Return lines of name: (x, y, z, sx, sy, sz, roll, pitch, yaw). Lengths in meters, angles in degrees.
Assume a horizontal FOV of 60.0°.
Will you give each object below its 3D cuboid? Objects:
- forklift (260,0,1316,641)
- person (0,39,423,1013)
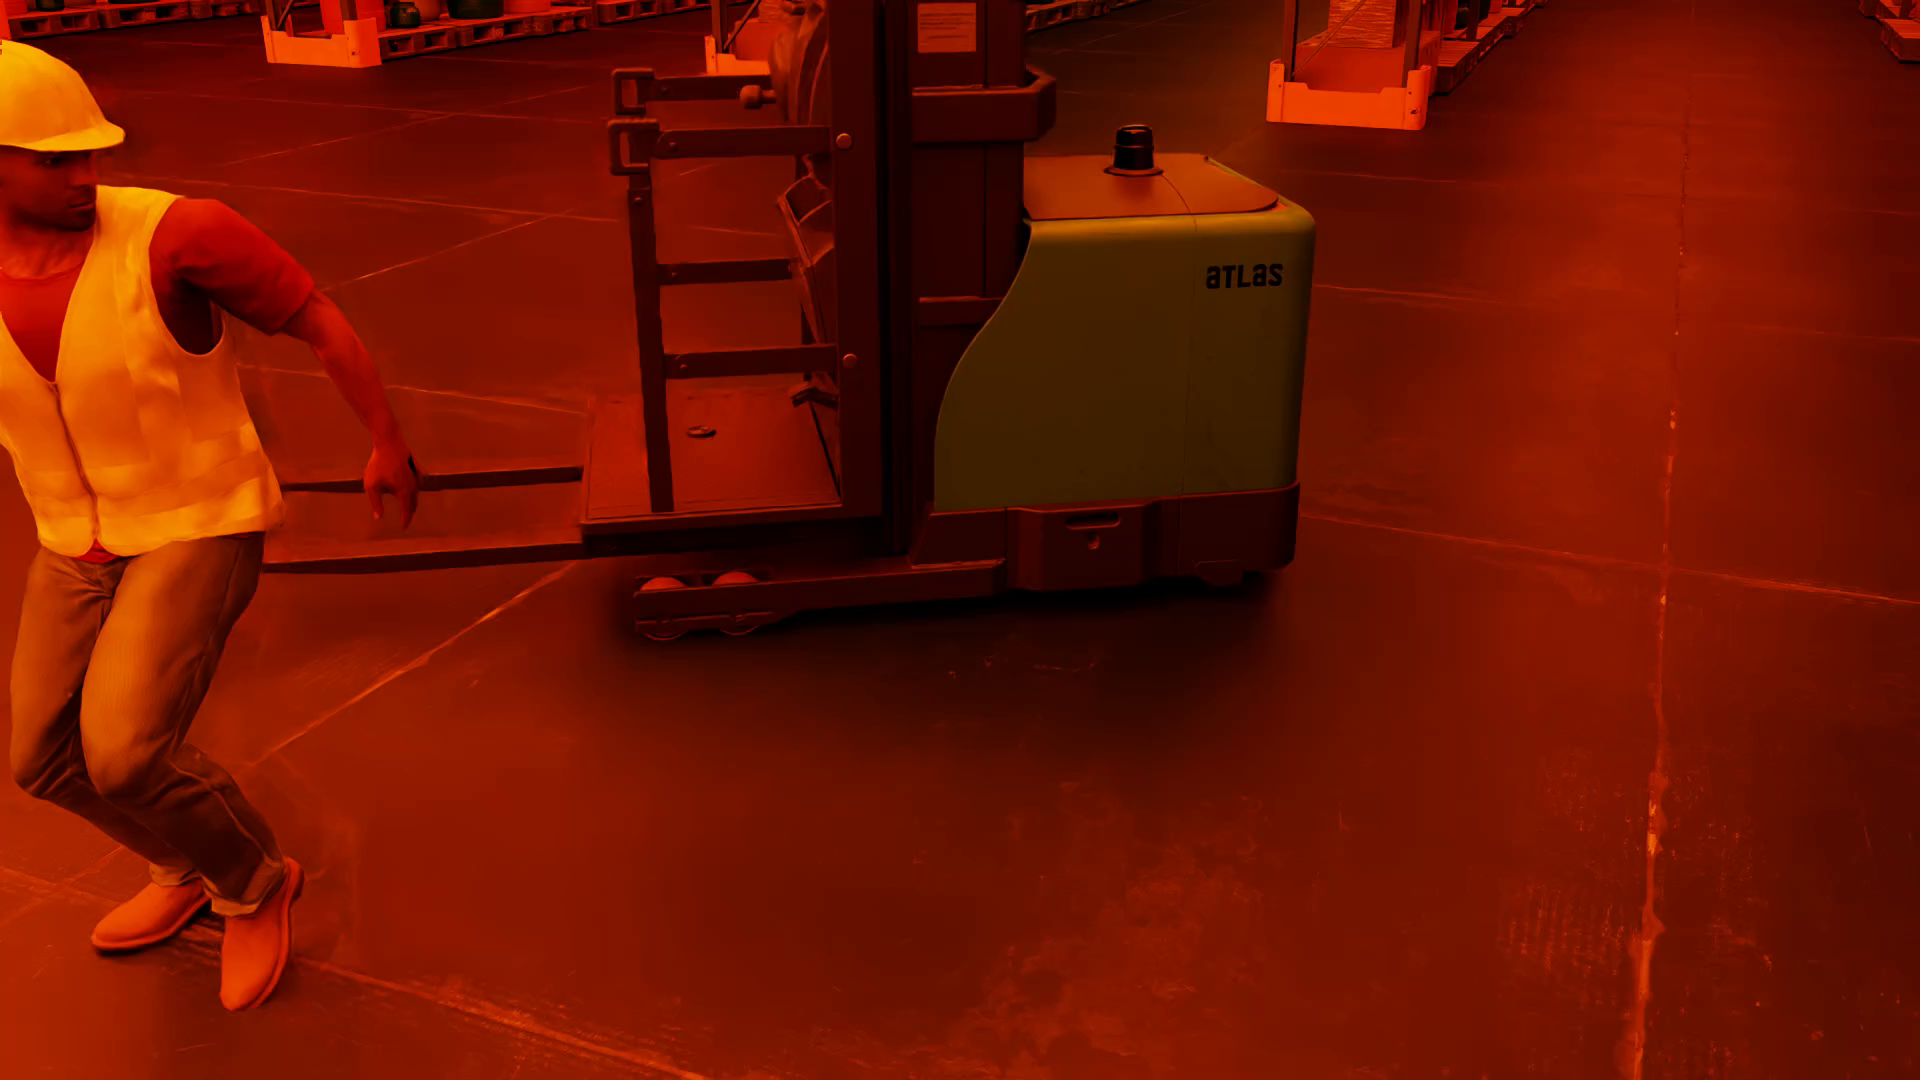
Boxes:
forklift: (-0.606, -1.303, 4.410, 3.031, 2.935, 1.130, -4, 23, -10)
person: (-1.456, 0.005, 2.926, 0.753, 1.712, 0.753, 6, 23, 13)
